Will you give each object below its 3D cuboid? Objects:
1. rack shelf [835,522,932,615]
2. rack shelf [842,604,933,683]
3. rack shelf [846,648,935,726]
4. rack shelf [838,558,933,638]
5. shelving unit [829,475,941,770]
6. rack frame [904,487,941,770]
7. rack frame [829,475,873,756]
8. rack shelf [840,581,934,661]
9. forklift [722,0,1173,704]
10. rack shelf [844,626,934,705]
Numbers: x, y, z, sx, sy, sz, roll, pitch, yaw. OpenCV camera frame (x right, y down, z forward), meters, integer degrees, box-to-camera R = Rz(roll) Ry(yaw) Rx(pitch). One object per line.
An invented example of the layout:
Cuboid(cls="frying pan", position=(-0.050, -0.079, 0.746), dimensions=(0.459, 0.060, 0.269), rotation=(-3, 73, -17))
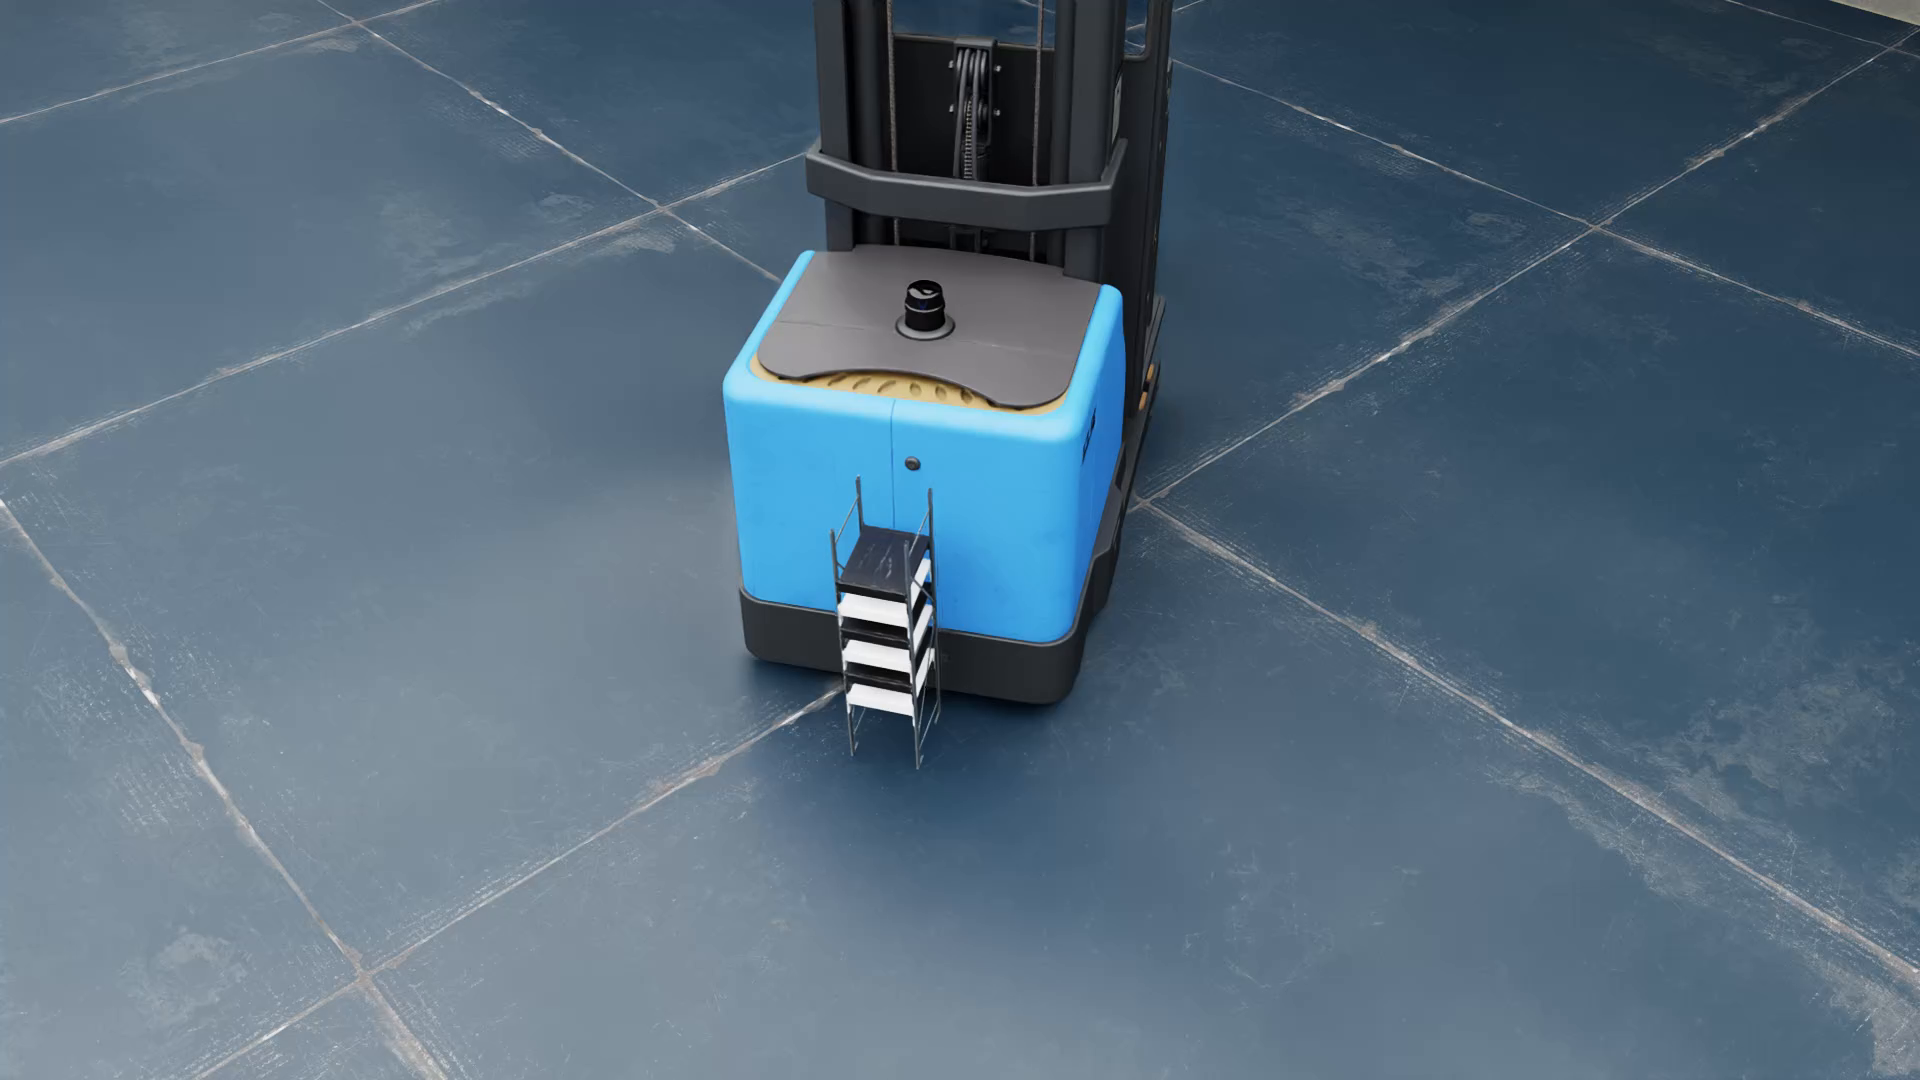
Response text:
Cuboid(cls="rack shelf", position=(-0.204, 0.076, 4.550), dimensions=(0.200, 0.077, 0.258), rotation=(10, 44, 12))
Cuboid(cls="rack shelf", position=(-0.199, 0.275, 4.732), dimensions=(0.200, 0.077, 0.258), rotation=(10, 44, 12))
Cuboid(cls="rack shelf", position=(-0.196, 0.408, 4.854), dimensions=(0.200, 0.077, 0.258), rotation=(10, 44, 12))
Cuboid(cls="rack shelf", position=(-0.202, 0.143, 4.611), dimensions=(0.200, 0.077, 0.258), rotation=(10, 44, 12))
Cuboid(cls="shelving unit", position=(-0.200, 0.251, 4.710), dimensions=(0.210, 0.900, 0.258), rotation=(10, 44, 12))
Cuboid(cls="rack frame", position=(-0.102, 0.268, 4.689), dimensions=(0.006, 0.900, 0.240), rotation=(10, 44, 12))
Cuboid(cls="rack frame", position=(-0.298, 0.234, 4.731), dimensions=(0.006, 0.900, 0.240), rotation=(10, 44, 12))
Cuboid(cls="rack shelf", position=(-0.201, 0.209, 4.672), dimensions=(0.200, 0.077, 0.258), rotation=(10, 44, 12))
Cuboid(cls="forklift", position=(0.151, -1.576, 5.368), dimensions=(1.130, 2.935, 3.031), rotation=(8, 40, 10))
Cuboid(cls="rack shelf", position=(-0.197, 0.341, 4.793), dimensions=(0.200, 0.077, 0.258), rotation=(10, 44, 12))
